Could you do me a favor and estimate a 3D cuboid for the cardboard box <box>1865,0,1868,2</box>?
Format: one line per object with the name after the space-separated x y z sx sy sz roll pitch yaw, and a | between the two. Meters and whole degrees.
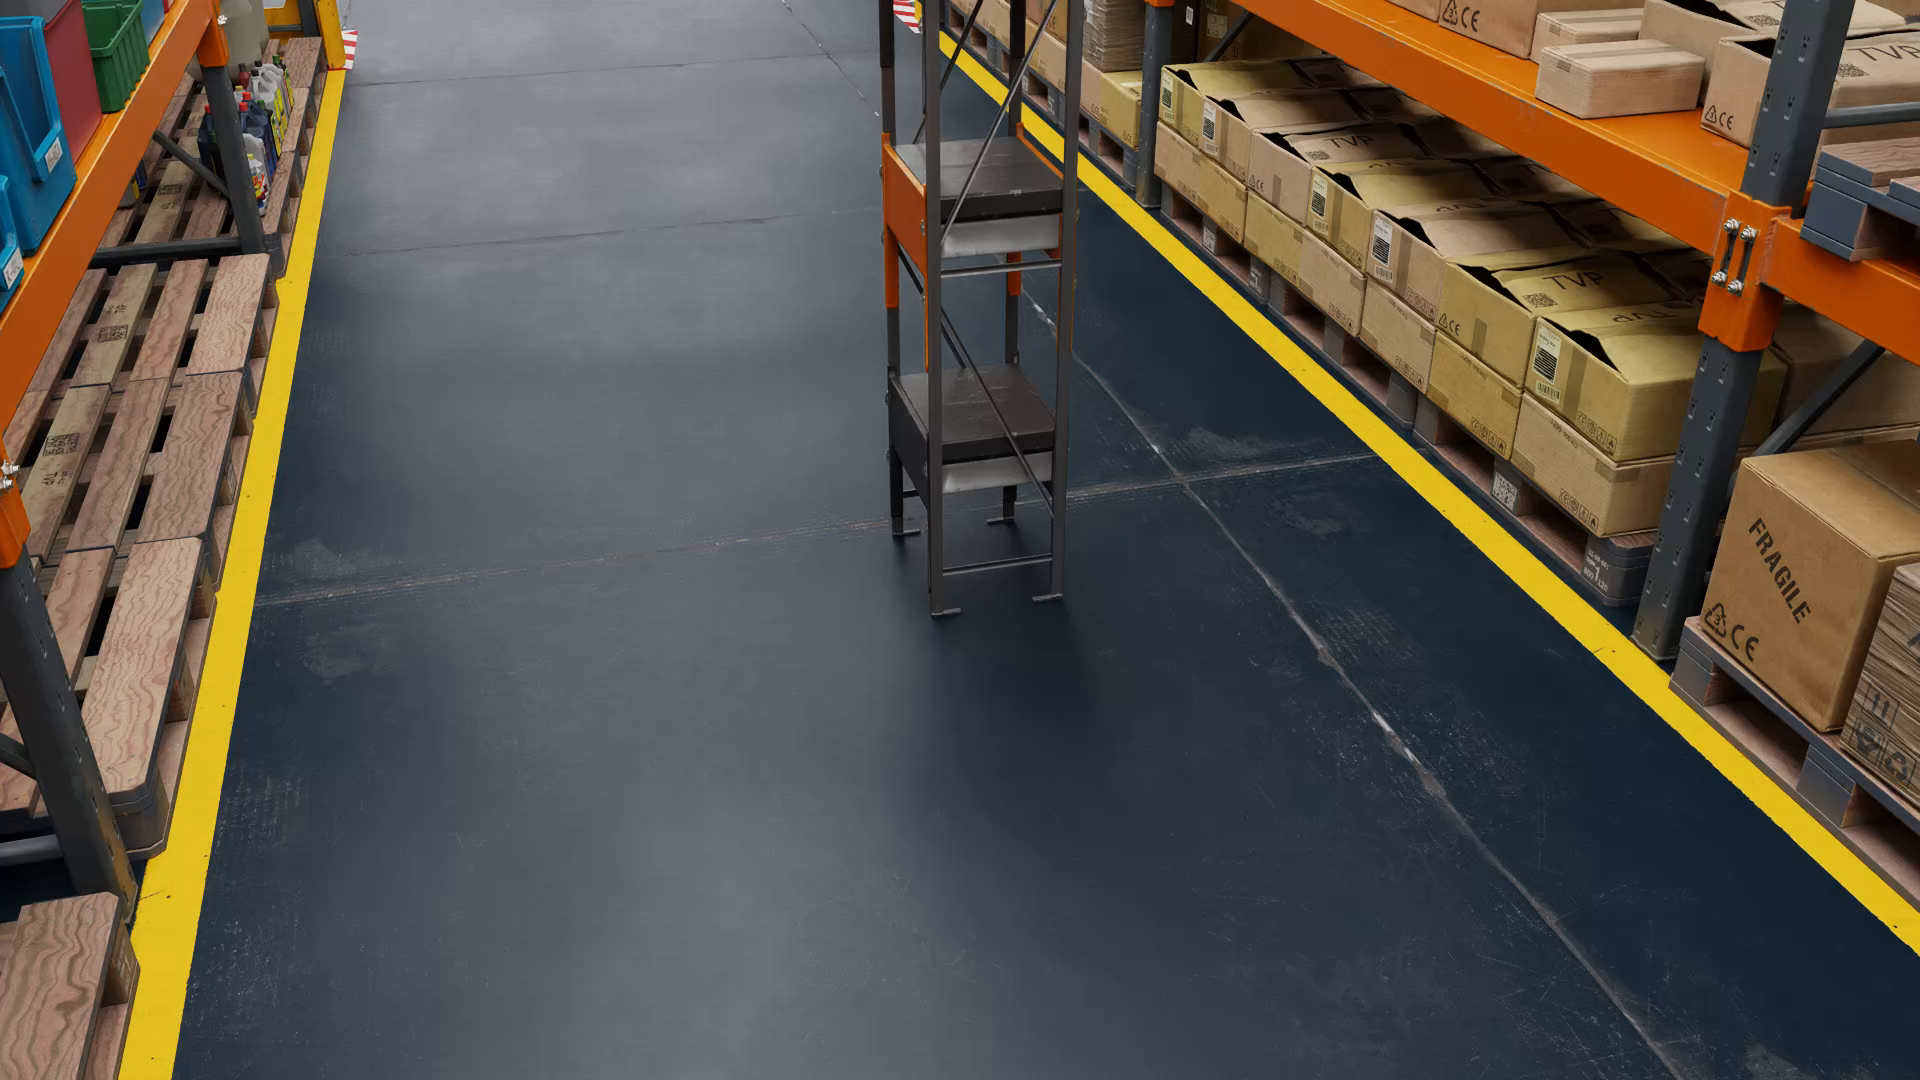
5.720 -3.371 10.487 0.380 0.149 0.250 -10 32 -17 | cardboard box

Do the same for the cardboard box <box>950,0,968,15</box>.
0.217 -3.614 10.825 0.500 0.250 0.500 -8 31 -13 | cardboard box

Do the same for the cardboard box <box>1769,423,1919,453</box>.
2.556 -0.331 5.153 0.500 0.250 0.500 -8 31 -13 | cardboard box

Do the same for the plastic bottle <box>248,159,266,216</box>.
-3.088 -1.544 7.208 0.097 0.271 0.097 0 30 0 | plastic bottle

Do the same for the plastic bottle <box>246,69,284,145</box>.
-3.403 -2.108 8.102 0.144 0.351 0.185 -8 31 -14 | plastic bottle

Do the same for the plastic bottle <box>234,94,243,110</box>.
-3.539 -2.044 8.066 0.152 0.276 0.135 -8 31 -13 | plastic bottle

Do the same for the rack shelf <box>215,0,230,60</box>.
-3.957 -2.977 8.117 1.077 0.370 4.000 -8 31 -13 | rack shelf

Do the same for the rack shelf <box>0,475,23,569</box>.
-1.833 0.887 1.441 1.077 0.370 4.000 -8 31 -13 | rack shelf

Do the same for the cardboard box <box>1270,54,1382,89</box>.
1.735 -2.056 7.574 0.500 0.311 0.500 -8 31 -13 | cardboard box

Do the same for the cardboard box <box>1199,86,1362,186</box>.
1.348 -1.738 7.025 0.500 0.311 0.500 -8 31 -14 | cardboard box

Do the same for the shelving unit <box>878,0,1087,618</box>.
0.044 -0.829 4.586 0.431 2.100 0.503 -8 31 -13 | shelving unit

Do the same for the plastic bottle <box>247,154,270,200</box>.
-3.142 -1.612 7.395 0.097 0.201 0.097 0 30 0 | plastic bottle

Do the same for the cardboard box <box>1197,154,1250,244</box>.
1.353 -1.496 7.166 0.500 0.250 0.500 -7 31 -12 | cardboard box

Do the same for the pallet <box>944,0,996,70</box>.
0.532 -3.340 10.810 1.003 0.211 1.213 -8 31 -13 | pallet

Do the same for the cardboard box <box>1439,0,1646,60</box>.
1.951 -1.899 5.436 0.500 0.500 0.500 -10 31 -16 | cardboard box

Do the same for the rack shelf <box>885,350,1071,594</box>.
0.044 -0.211 4.943 0.431 0.518 0.480 -8 31 -13 | rack shelf

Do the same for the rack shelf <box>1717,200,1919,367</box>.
2.943 0.230 2.576 1.077 0.370 4.000 -8 31 -13 | rack shelf

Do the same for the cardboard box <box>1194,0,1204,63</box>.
1.389 -2.801 8.673 0.500 0.500 0.500 -8 31 -13 | cardboard box

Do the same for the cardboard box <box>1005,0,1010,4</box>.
0.496 -3.458 9.806 0.500 0.500 0.500 -8 31 -13 | cardboard box

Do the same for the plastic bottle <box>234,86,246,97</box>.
-3.616 -2.187 8.388 0.097 0.201 0.097 0 30 0 | plastic bottle

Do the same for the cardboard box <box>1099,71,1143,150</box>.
1.017 -2.166 8.323 0.500 0.250 0.500 -8 31 -13 | cardboard box

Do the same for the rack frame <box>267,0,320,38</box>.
-4.488 -4.254 9.606 1.000 3.000 0.127 -8 31 -13 | rack frame

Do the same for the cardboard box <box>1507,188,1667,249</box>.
2.276 -1.073 5.875 0.500 0.311 0.500 -9 31 -15 | cardboard box

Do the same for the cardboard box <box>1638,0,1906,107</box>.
2.362 -1.466 4.878 0.500 0.311 0.500 -8 31 -14 | cardboard box

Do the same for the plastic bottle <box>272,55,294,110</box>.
-3.529 -2.386 8.651 0.061 0.283 0.133 -7 31 -12 | plastic bottle

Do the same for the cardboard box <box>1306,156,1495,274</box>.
1.629 -1.238 6.161 0.500 0.311 0.500 -7 31 -12 | cardboard box

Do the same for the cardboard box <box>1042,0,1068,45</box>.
0.759 -2.974 8.971 0.500 0.500 0.500 -8 31 -13 | cardboard box

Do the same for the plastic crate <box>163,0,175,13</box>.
-3.002 -2.157 5.918 0.402 0.464 0.583 -8 31 -13 | plastic crate

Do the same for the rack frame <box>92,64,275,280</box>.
-3.426 -2.322 6.268 1.000 3.000 0.127 -8 31 -13 | rack frame

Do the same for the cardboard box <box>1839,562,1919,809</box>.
2.402 0.354 3.700 0.500 0.500 0.500 -9 31 -15 | cardboard box

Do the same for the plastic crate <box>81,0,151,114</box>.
-2.692 -1.427 4.933 0.450 0.188 0.662 -8 31 -13 | plastic crate

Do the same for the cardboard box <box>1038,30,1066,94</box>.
0.747 -2.648 9.156 0.500 0.250 0.500 -8 31 -13 | cardboard box

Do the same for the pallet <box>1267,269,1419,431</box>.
1.911 -0.831 6.475 1.003 0.211 1.213 -8 31 -13 | pallet

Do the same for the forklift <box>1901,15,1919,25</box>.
4.414 -1.781 5.400 1.130 2.935 3.031 -7 31 -12 | forklift

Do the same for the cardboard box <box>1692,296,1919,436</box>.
2.556 -0.574 5.013 0.500 0.311 0.500 -7 31 -12 | cardboard box

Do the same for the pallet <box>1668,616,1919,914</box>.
2.574 0.525 4.132 1.003 0.211 1.213 -8 31 -13 | pallet

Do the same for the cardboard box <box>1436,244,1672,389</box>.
1.892 -0.752 5.321 0.500 0.311 0.500 -8 31 -14 | cardboard box

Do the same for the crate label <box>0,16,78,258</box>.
-2.367 -0.922 3.812 0.502 0.435 0.616 -8 31 -13 | crate label

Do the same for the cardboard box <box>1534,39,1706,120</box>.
1.907 -1.336 4.815 0.380 0.149 0.250 -8 31 -13 | cardboard box

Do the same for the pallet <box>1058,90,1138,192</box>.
1.180 -2.162 8.774 1.003 0.211 1.213 -8 31 -13 | pallet

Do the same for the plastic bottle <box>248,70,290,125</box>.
-3.500 -2.245 8.414 0.152 0.276 0.135 -9 31 -15 | plastic bottle

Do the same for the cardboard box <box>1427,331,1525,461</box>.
1.897 -0.509 5.461 0.500 0.250 0.500 -8 31 -14 | cardboard box

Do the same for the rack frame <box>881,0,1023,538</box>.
-0.021 -0.947 4.789 0.400 2.100 0.015 -8 31 -13 | rack frame

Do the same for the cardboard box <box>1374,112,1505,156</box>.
2.009 -1.564 6.724 0.500 0.311 0.500 -8 31 -13 | cardboard box

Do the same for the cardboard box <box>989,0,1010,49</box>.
0.485 -3.132 9.992 0.500 0.250 0.500 -8 31 -13 | cardboard box

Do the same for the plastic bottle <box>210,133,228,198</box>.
-3.303 -1.687 7.443 0.061 0.283 0.133 -8 31 -13 | plastic bottle

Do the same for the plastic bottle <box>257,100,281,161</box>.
-3.294 -1.959 7.912 0.061 0.283 0.133 -6 31 -11 | plastic bottle

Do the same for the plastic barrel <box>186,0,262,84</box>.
-4.106 -2.809 9.174 0.421 0.512 0.421 0 30 0 | plastic barrel

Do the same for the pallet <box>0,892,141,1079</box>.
-2.115 1.192 2.980 1.003 0.211 1.213 -8 31 -13 | pallet

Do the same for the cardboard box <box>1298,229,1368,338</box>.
1.627 -1.000 6.310 0.500 0.250 0.500 -7 31 -12 | cardboard box

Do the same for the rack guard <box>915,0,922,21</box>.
0.283 -3.841 11.387 1.175 0.500 0.348 -8 31 -13 | rack guard

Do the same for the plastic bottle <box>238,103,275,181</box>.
-3.240 -1.811 7.590 0.144 0.351 0.185 -7 31 -12 | plastic bottle

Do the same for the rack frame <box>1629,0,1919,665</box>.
2.412 -1.047 4.065 1.000 3.000 0.127 -8 31 -13 | rack frame

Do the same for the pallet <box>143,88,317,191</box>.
-3.891 -2.036 8.556 1.003 0.211 1.213 -8 31 -13 | pallet

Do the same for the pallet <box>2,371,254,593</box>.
-2.853 -0.151 5.300 1.003 0.211 1.213 -8 31 -13 | pallet

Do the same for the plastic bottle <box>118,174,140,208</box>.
-3.736 -1.658 7.326 0.144 0.351 0.185 -8 31 -13 | plastic bottle

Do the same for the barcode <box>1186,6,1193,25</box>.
1.017 -2.325 7.370 0.001 0.075 0.075 -8 31 -13 | barcode
